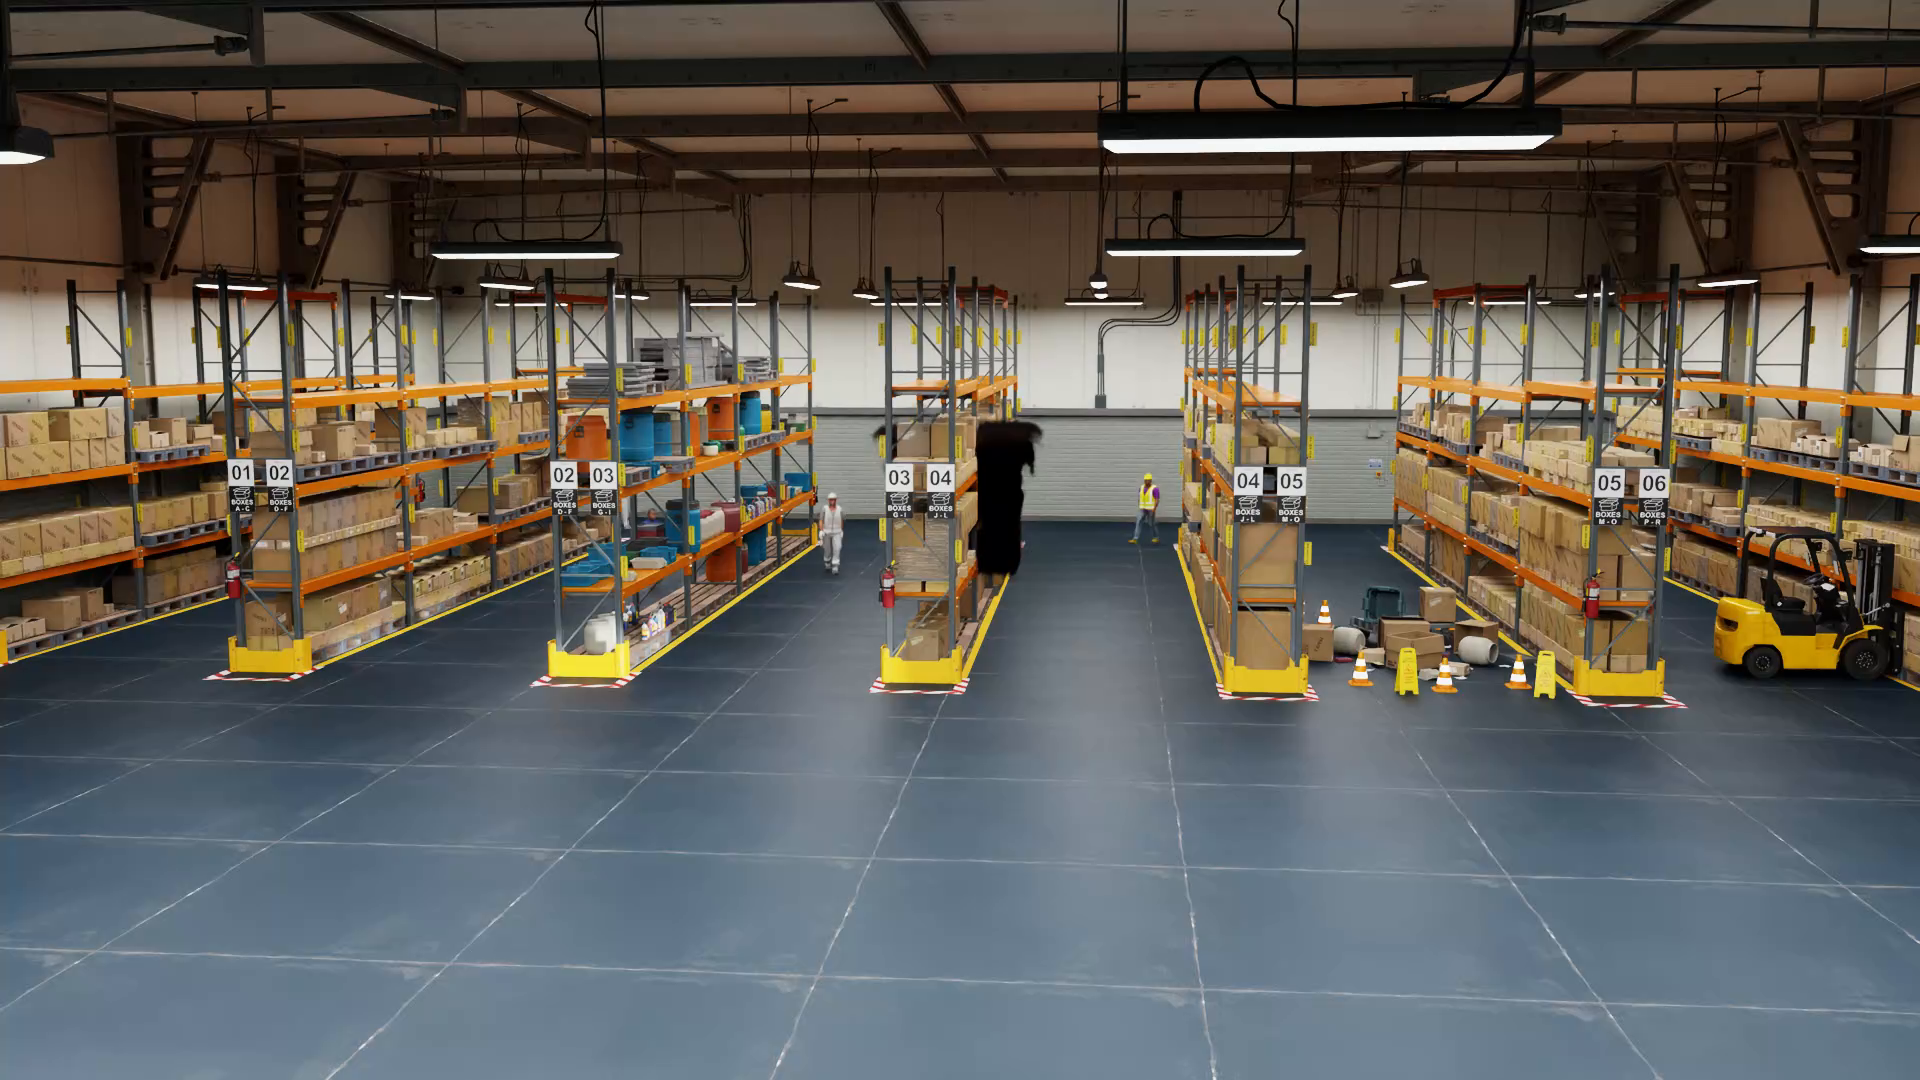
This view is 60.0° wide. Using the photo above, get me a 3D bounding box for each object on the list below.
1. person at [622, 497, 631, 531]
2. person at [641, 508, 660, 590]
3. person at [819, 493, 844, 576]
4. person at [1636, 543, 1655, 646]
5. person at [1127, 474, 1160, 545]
[{"bbox_3d":[-8.881,-1.114,43.371,0.592,1.722,1.050,-3,8,-26],"label":"person"},{"bbox_3d":[-6.172,0.159,33.312,0.402,1.614,0.928,2,7,13],"label":"person"},{"bbox_3d":[-2.714,-0.128,35.205,0.541,1.757,1.023,-1,7,-5],"label":"person"},{"bbox_3d":[11.130,0.875,27.234,0.493,1.670,0.534,-5,9,-38],"label":"person"},{"bbox_3d":[4.488,-0.745,40.228,0.645,1.715,1.042,6,9,40],"label":"person"}]
